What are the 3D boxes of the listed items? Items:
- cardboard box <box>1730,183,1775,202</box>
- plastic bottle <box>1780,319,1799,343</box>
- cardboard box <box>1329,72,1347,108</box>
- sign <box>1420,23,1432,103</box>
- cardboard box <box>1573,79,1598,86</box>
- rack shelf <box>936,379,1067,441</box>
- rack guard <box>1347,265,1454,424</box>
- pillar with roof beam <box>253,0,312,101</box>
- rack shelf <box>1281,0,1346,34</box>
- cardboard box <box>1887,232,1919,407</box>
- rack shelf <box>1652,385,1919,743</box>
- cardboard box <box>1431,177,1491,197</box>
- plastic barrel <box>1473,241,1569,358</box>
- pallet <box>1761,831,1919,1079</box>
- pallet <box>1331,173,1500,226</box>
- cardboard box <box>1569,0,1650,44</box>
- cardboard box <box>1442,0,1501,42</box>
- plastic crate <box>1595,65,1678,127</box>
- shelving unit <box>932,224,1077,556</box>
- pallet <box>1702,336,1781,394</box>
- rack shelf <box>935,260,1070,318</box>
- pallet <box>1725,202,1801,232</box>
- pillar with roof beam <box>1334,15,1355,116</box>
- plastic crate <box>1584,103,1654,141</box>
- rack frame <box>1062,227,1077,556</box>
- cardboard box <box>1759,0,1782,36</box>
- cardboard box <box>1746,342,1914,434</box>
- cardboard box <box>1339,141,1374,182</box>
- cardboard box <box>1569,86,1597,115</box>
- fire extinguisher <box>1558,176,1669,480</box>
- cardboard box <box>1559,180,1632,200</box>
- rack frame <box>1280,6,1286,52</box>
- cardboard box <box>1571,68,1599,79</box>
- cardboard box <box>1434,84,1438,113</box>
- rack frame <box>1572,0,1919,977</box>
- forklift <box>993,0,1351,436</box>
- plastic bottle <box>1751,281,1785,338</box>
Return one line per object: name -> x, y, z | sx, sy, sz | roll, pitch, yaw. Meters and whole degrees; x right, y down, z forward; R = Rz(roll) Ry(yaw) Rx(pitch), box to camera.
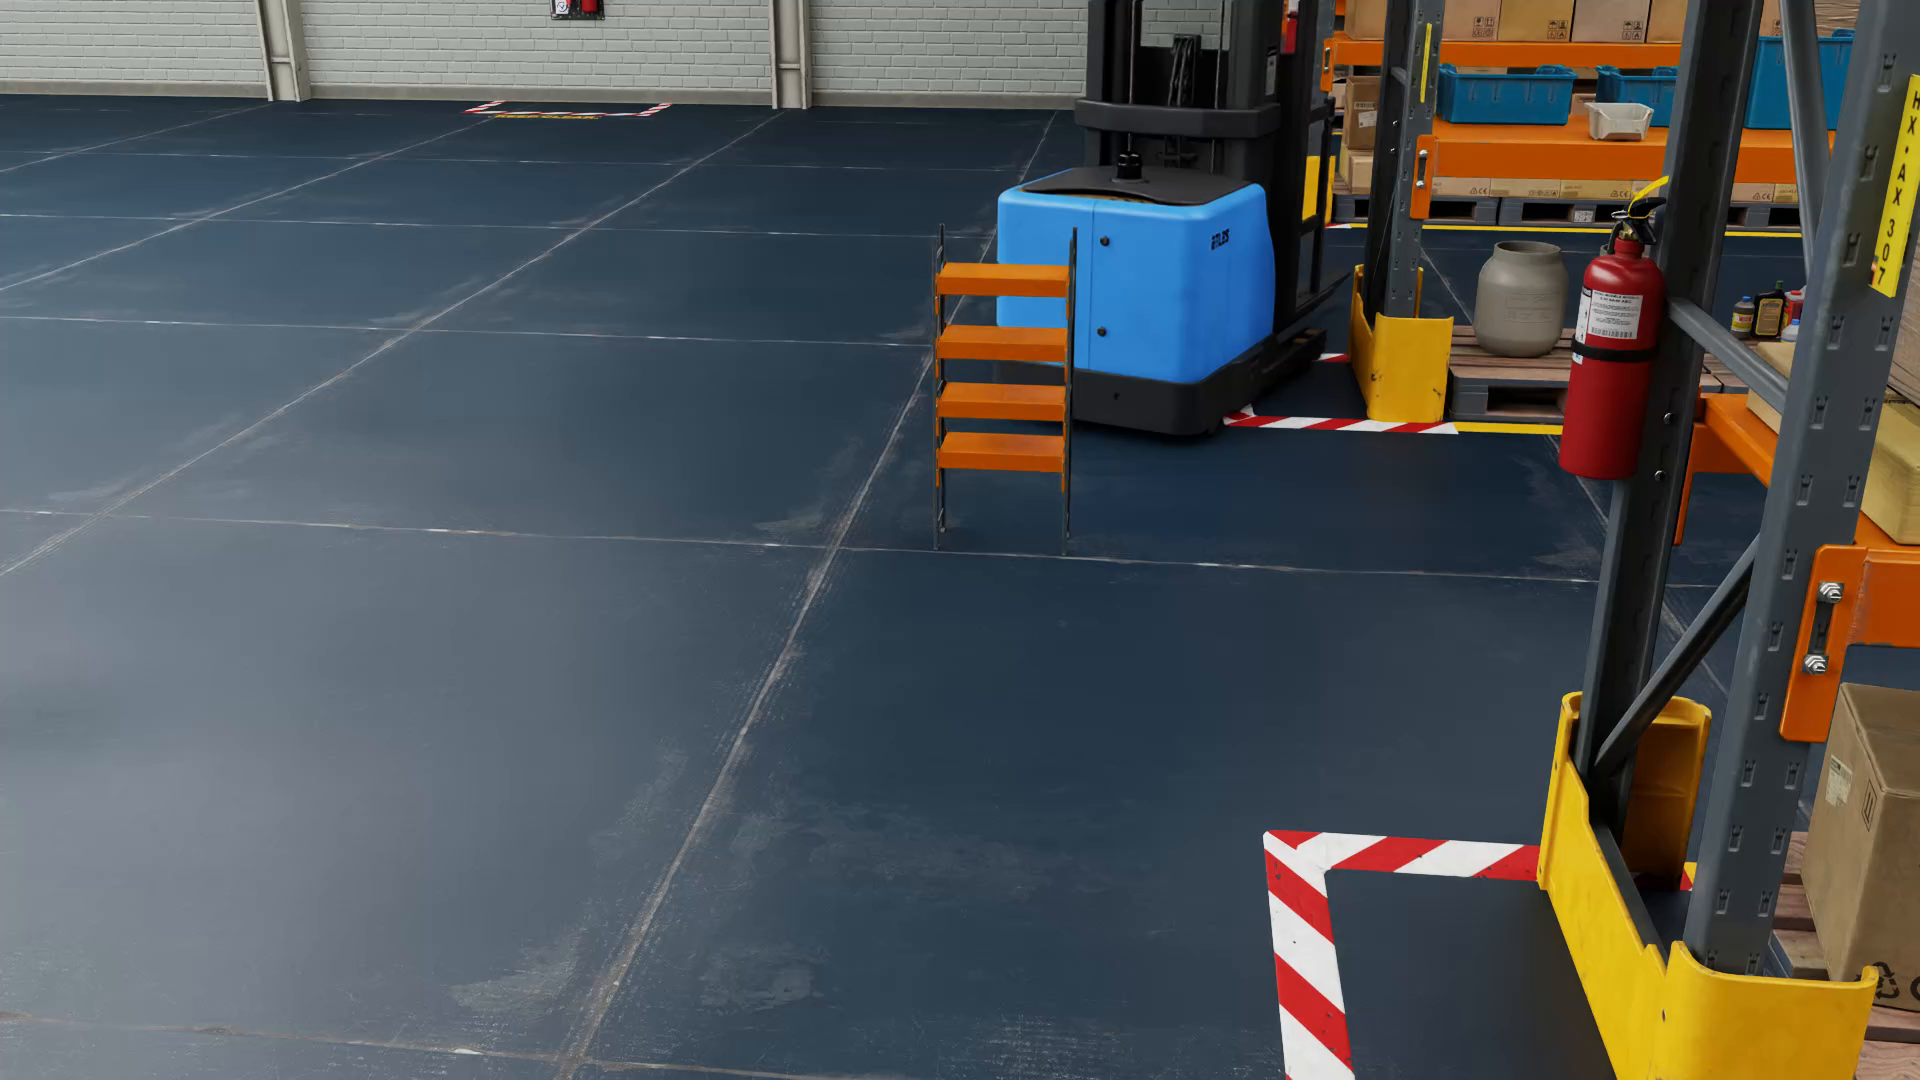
cardboard box -> 5.671, -2.664, 12.267 | 0.500, 0.250, 0.500 | 2, 22, 6
plastic bottle -> 3.858, -0.890, 7.725 | 0.097, 0.271, 0.097 | 0, 22, 0
cardboard box -> 3.936, -4.655, 17.194 | 0.500, 0.311, 0.500 | 0, 22, 0
sign -> 2.025, -2.075, 7.232 | 0.005, 0.325, 0.100 | 2, 22, 6
cardboard box -> 4.739, -3.246, 12.719 | 0.500, 0.500, 0.500 | 2, 22, 6
rack shelf -> 0.164, -0.488, 6.226 | 0.480, 0.148, 0.258 | 2, 22, 6
rack guard -> 2.175, -0.998, 8.285 | 0.348, 0.500, 1.175 | 2, 22, 6
pillar with roof beam -> -8.366, -7.787, 13.896 | 0.400, 9.000, 9.100 | 2, 22, 6
rack shelf -> 5.246, -5.343, 16.853 | 4.000, 0.370, 1.077 | 2, 22, 6
cardboard box -> 2.054, -0.489, 3.057 | 0.500, 0.500, 0.875 | 2, 22, 6
rack shelf -> 3.497, 0.083, 3.129 | 4.000, 0.370, 1.077 | 2, 22, 6
cardboard box -> 3.684, -2.747, 12.477 | 0.500, 0.250, 0.500 | 2, 22, 6
plastic barrel -> 2.757, -1.185, 8.169 | 0.421, 0.512, 0.421 | 0, 22, 0
pallet -> 2.389, 1.010, 3.599 | 1.213, 0.211, 1.003 | 2, 22, 6
pallet -> 3.445, -2.641, 12.832 | 1.213, 0.211, 1.003 | 2, 22, 6
cardboard box -> 4.680, -3.911, 12.116 | 0.500, 0.500, 0.700 | 3, 22, 8
cardboard box -> 3.665, -3.956, 12.230 | 0.500, 0.500, 0.700 | 3, 22, 8
plastic crate -> 3.271, -2.135, 7.963 | 0.408, 0.251, 0.499 | 2, 22, 6
shelving unit -> 0.164, -0.551, 6.201 | 0.503, 1.200, 0.258 | 2, 22, 6
pallet -> 4.189, -0.773, 8.108 | 1.213, 0.211, 1.003 | 2, 22, 6
rack shelf -> 0.164, -0.916, 6.057 | 0.480, 0.148, 0.258 | 2, 22, 6
pallet -> 5.868, -2.535, 12.565 | 1.213, 0.211, 1.003 | 2, 22, 6
pillar with roof beam -> 3.550, -7.268, 12.583 | 0.400, 9.000, 9.100 | 2, 22, 6
plastic crate -> 2.945, -1.868, 7.443 | 0.250, 0.136, 0.298 | 2, 22, 6
rack frame -> 0.407, -0.540, 6.174 | 0.015, 1.200, 0.240 | 2, 22, 6
cardboard box -> 5.687, -3.866, 12.002 | 0.500, 0.500, 0.700 | 2, 22, 6
cardboard box -> 1.819, -0.285, 3.422 | 0.250, 0.149, 0.380 | 2, 22, 6
cardboard box -> 3.248, -2.956, 13.007 | 0.500, 0.250, 0.500 | 2, 22, 6
cardboard box -> 4.676, -3.050, 12.224 | 0.500, 0.500, 0.500 | 2, 22, 6
fire extinguisher -> 1.452, -0.476, 3.668 | 0.183, 0.674, 0.296 | 2, 22, 6
cardboard box -> 4.676, -2.702, 12.363 | 0.500, 0.250, 0.500 | 2, 22, 6
rack frame -> 3.260, -5.764, 16.939 | 0.127, 3.000, 1.000 | 2, 22, 6
cardboard box -> 6.197, -4.663, 16.957 | 0.500, 0.500, 0.500 | 1, 22, 2
cardboard box -> 3.684, -3.095, 12.337 | 0.500, 0.500, 0.500 | 2, 22, 6
rack frame -> 1.511, -0.338, 3.216 | 0.127, 3.000, 1.000 | 2, 22, 6
forklift -> 1.304, -2.328, 8.342 | 1.130, 2.935, 3.031 | 11, 24, 26
plastic bottle -> 4.088, -1.170, 8.417 | 0.133, 0.283, 0.061 | 3, 22, 8
